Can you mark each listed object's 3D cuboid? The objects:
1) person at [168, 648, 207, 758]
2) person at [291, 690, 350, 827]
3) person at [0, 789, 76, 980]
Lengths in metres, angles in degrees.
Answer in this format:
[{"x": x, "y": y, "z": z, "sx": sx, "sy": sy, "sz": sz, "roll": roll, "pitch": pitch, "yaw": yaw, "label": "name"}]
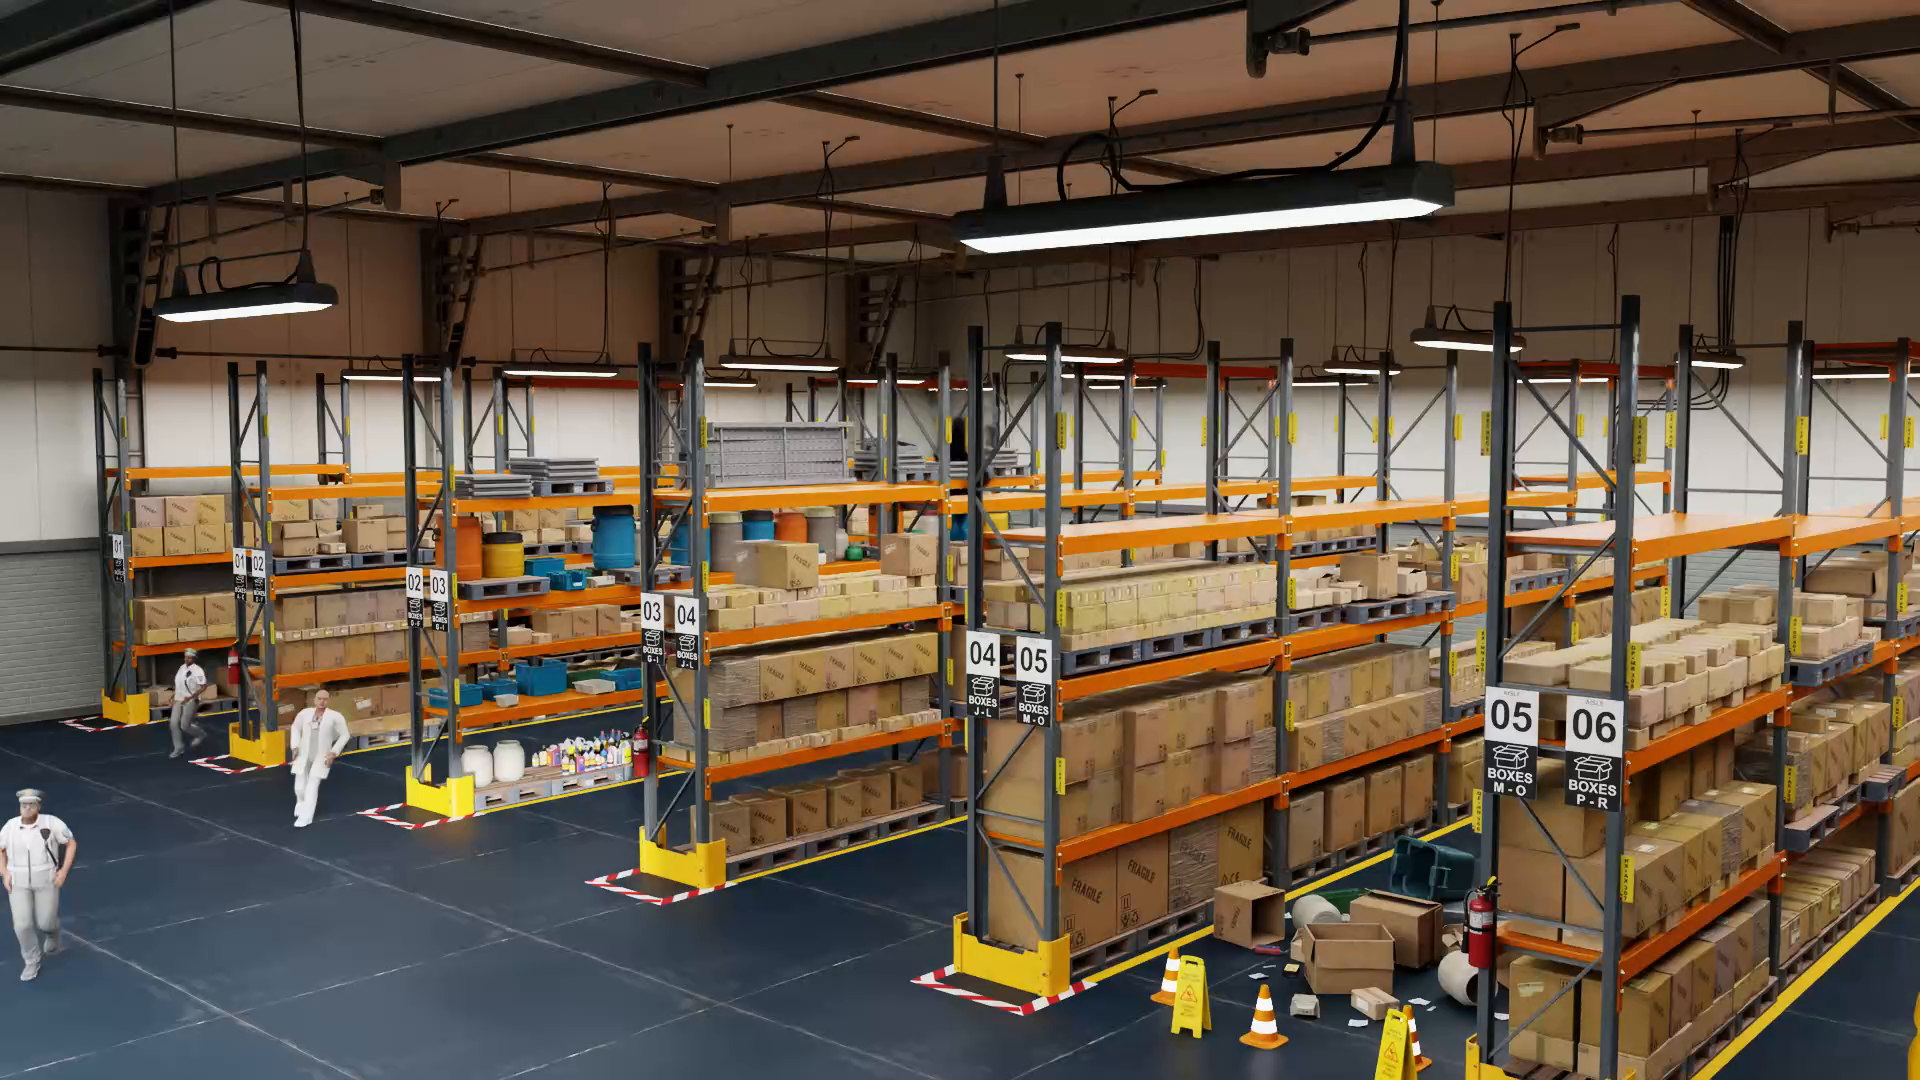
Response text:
[{"x": -11.804, "y": 2.474, "z": 25.520, "sx": 0.616, "sy": 1.676, "sz": 0.684, "roll": 1, "pitch": 4, "yaw": 18, "label": "person"}, {"x": -8.139, "y": 2.754, "z": 21.149, "sx": 0.751, "sy": 1.715, "sz": 0.608, "roll": -1, "pitch": 4, "yaw": -7, "label": "person"}, {"x": -8.633, "y": 3.160, "z": 15.527, "sx": 0.690, "sy": 1.747, "sz": 0.618, "roll": -2, "pitch": 5, "yaw": -22, "label": "person"}]
